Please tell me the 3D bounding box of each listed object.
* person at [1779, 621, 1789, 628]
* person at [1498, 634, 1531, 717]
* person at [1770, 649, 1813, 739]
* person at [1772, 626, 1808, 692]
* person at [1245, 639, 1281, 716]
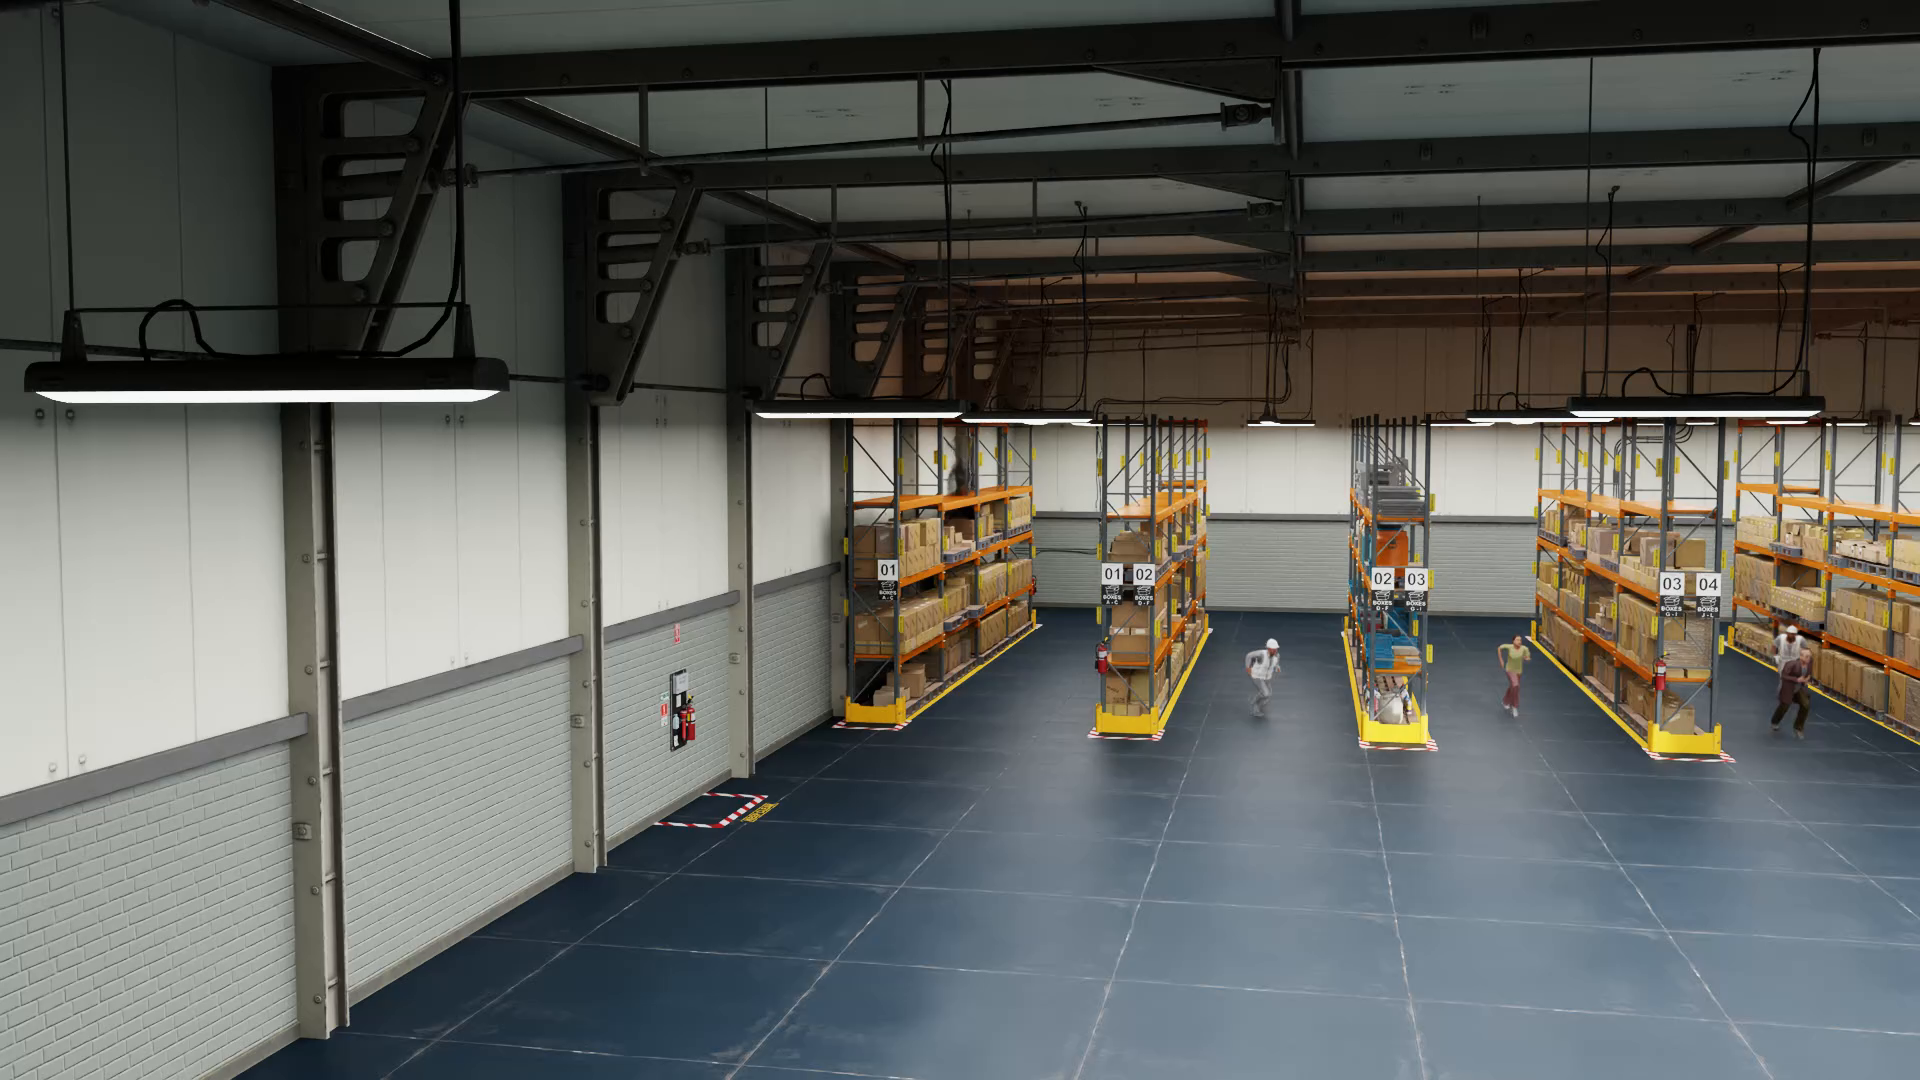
[{"bbox_3d":[22.078,1.930,44.570,0.631,1.644,0.811,-3,5,-36],"label":"person"},{"bbox_3d":[11.109,2.682,33.406,0.572,1.657,0.903,0,4,-6],"label":"person"},{"bbox_3d":[15.528,2.848,31.023,0.751,1.735,1.072,-1,4,-9],"label":"person"},{"bbox_3d":[17.578,2.584,35.266,0.695,1.622,1.037,1,4,19],"label":"person"},{"bbox_3d":[5.995,2.732,32.902,0.685,1.599,0.867,-2,4,-25],"label":"person"}]
